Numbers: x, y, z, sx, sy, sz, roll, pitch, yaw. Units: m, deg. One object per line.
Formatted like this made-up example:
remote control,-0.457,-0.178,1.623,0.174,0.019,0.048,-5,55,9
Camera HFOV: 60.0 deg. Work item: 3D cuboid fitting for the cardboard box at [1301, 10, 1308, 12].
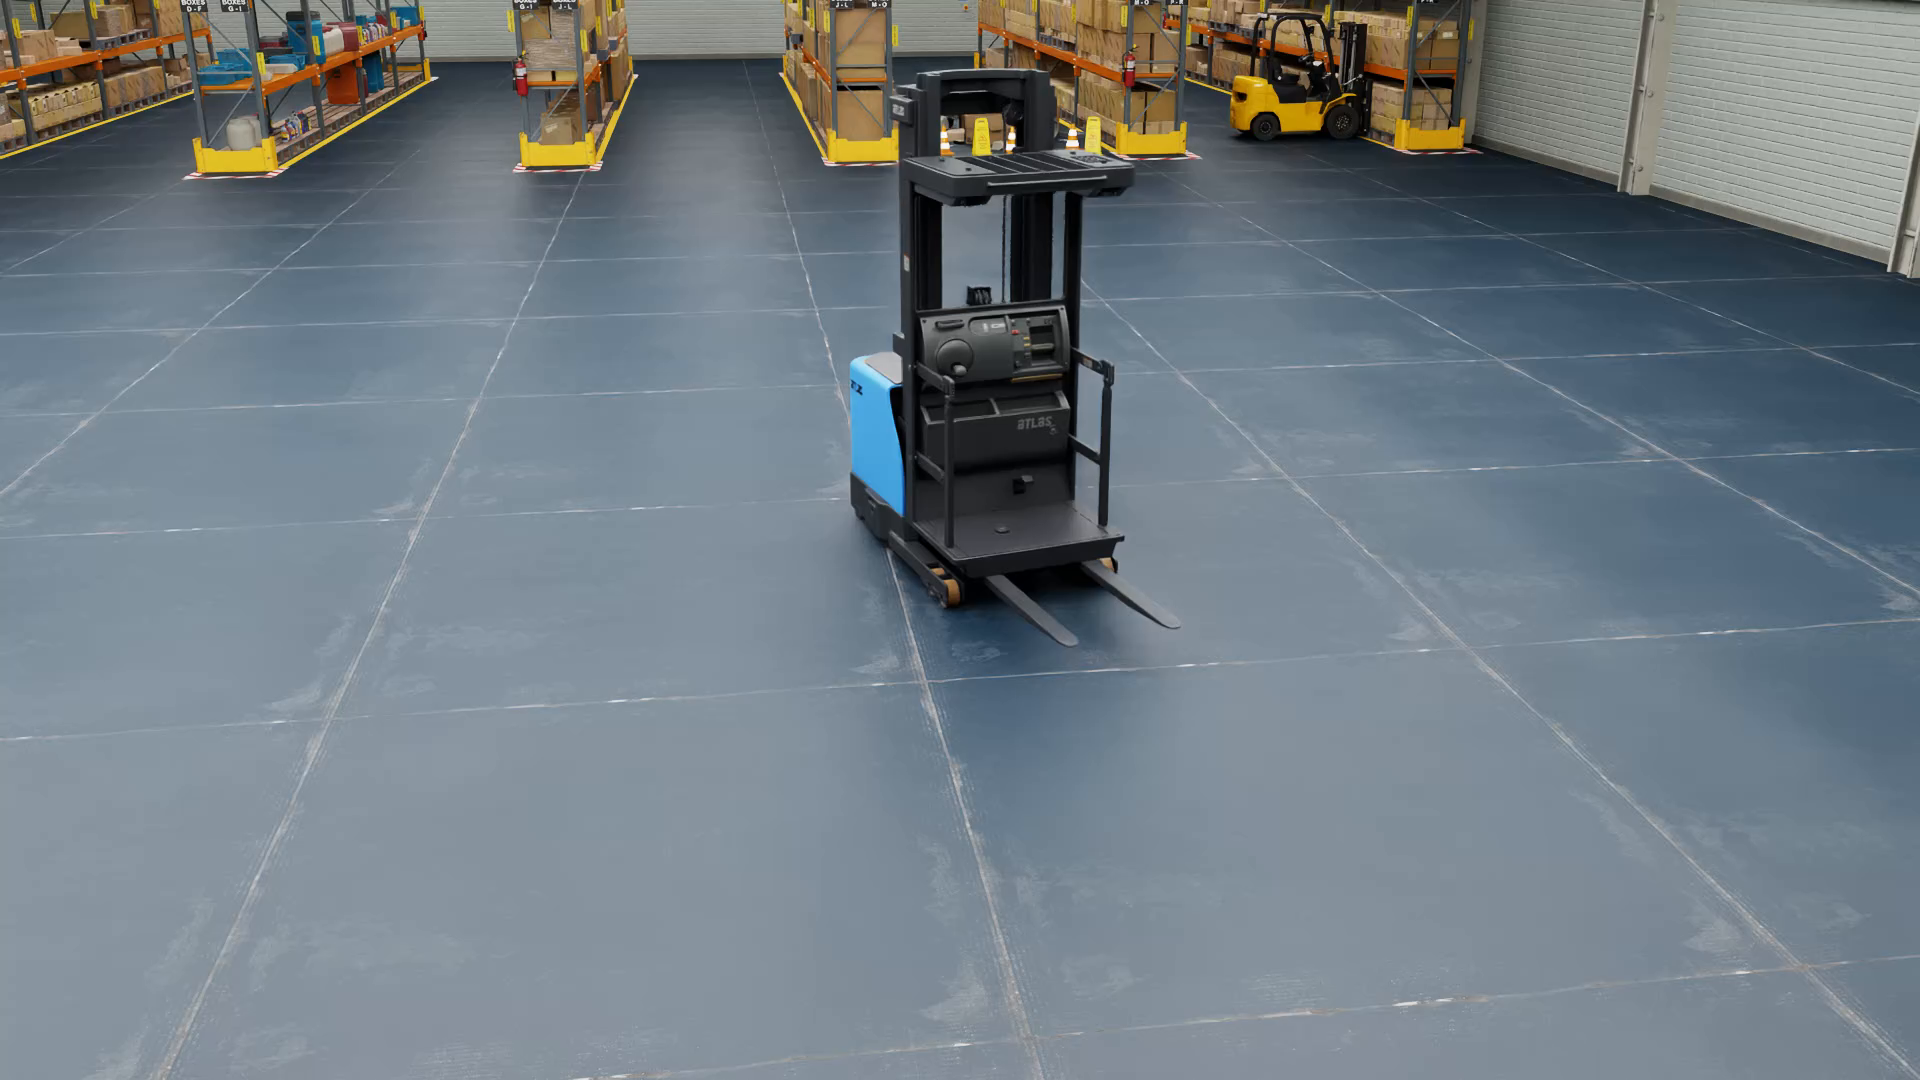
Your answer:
cardboard box,7.407,-11.108,35.100,0.380,0.149,0.250,-3,21,-8

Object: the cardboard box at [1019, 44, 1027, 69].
cardboard box,1.853,-10.849,37.914,0.875,0.875,0.875,-2,21,-6

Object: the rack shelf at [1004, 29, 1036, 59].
rack shelf,1.835,-11.141,37.288,1.077,0.370,4.000,-3,21,-8

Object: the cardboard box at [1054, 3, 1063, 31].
cardboard box,2.189,-10.464,33.278,0.500,0.500,0.500,-4,21,-10

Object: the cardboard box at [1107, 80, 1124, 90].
cardboard box,2.783,-7.968,29.093,0.380,0.149,0.250,-2,21,-6

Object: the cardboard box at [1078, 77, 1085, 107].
cardboard box,2.517,-8.443,31.293,0.500,0.500,0.500,-2,21,-5

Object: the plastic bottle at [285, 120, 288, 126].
plastic bottle,-11.642,-7.136,28.789,0.061,0.283,0.133,-3,21,-8

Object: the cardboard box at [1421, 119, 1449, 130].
cardboard box,8.310,-7.356,29.455,0.500,0.250,0.500,-3,21,-8

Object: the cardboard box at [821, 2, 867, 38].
cardboard box,-1.945,-9.001,28.772,0.875,0.550,0.500,-3,21,-8

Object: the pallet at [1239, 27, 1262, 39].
pallet,6.867,-11.179,36.634,1.213,0.211,1.003,-3,21,-8

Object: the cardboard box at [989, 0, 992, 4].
cardboard box,0.993,-13.361,40.631,0.500,0.500,0.500,-3,21,-8

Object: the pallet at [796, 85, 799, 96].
pallet,-3.224,-10.310,38.020,1.003,0.211,1.213,-3,21,-8

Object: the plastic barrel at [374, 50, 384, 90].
plastic barrel,-13.100,-10.446,36.796,0.600,0.901,0.708,-3,21,-8

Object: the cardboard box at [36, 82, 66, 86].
cardboard box,-17.702,-8.763,32.420,0.500,0.311,0.500,-2,21,-6

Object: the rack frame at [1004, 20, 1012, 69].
rack frame,1.546,-12.171,39.016,1.000,3.000,0.127,-3,21,-8

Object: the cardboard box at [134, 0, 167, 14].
cardboard box,-17.853,-11.865,36.626,0.500,0.500,0.500,-2,21,-6

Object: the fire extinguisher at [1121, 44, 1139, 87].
fire extinguisher,2.837,-7.917,27.737,0.296,0.674,0.183,-3,21,-8

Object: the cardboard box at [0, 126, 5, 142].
cardboard box,-16.478,-6.816,28.008,0.500,0.250,0.500,-3,21,-8

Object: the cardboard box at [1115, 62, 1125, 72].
cardboard box,2.864,-8.099,28.473,0.380,0.149,0.250,-3,21,-8

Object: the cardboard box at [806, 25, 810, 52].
cardboard box,-2.745,-9.856,32.675,0.500,0.500,0.500,-3,21,-8

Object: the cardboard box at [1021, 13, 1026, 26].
cardboard box,1.630,-11.458,36.608,0.500,0.250,0.500,-3,21,-9

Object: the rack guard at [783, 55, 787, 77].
rack guard,-3.903,-12.074,42.329,1.175,0.500,0.348,-3,21,-8

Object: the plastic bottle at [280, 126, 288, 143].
plastic bottle,-11.384,-6.838,28.008,0.097,0.271,0.097,0,20,0

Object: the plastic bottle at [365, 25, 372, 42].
plastic bottle,-12.546,-10.715,35.188,0.144,0.351,0.185,-3,21,-8

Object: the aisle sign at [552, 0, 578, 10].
aisle sign,-6.224,-8.728,26.082,0.394,0.787,0.004,-3,21,-8

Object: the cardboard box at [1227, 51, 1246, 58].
cardboard box,6.464,-11.340,38.836,0.380,0.149,0.250,-3,21,-9

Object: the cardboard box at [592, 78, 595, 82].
cardboard box,-7.471,-9.259,33.091,0.500,0.250,0.500,-1,20,-2

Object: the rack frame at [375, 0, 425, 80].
rack frame,-13.738,-12.806,40.717,1.000,3.000,0.127,-3,21,-8

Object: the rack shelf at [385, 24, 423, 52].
rack shelf,-13.450,-11.777,38.989,1.077,0.370,4.000,-3,21,-8

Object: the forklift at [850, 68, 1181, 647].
forklift,0.293,-1.148,9.601,1.130,2.935,3.031,-8,22,-21

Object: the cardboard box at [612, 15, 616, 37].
cardboard box,-7.708,-11.044,35.855,0.500,0.500,0.500,-3,21,-8

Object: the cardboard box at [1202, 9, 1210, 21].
cardboard box,6.143,-12.656,40.103,0.500,0.250,0.500,-2,21,-6

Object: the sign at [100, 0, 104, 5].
sign,-18.599,-11.548,36.111,0.100,0.325,0.005,-3,21,-8

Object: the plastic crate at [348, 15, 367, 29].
plastic crate,-13.566,-11.586,37.388,0.392,0.384,0.575,-3,21,-8

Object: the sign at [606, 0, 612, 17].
sign,-7.148,-10.822,33.863,0.100,0.325,0.005,-3,21,-8

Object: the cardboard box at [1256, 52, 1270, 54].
cardboard box,7.025,-11.193,38.443,0.380,0.149,0.250,-3,21,-7

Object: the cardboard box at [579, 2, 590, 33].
cardboard box,-6.478,-8.722,27.783,0.500,0.500,0.500,-3,21,-8

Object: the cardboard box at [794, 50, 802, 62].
cardboard box,-3.492,-10.994,37.766,0.500,0.250,0.500,-4,21,-10

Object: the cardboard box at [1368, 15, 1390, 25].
cardboard box,7.681,-9.490,30.343,0.380,0.149,0.250,-3,21,-8

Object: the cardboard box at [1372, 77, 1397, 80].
cardboard box,8.021,-8.519,31.138,0.500,0.250,0.500,-3,21,-7

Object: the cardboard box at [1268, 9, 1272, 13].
cardboard box,6.789,-11.263,35.515,0.380,0.149,0.250,-2,21,-6

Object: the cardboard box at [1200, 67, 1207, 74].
cardboard box,6.087,-11.462,40.592,0.380,0.149,0.250,-4,21,-9

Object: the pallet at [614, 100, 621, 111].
pallet,-7.723,-9.257,35.198,1.003,0.211,1.213,-3,21,-8

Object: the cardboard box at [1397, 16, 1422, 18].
cardboard box,8.156,-9.422,30.160,0.380,0.149,0.250,-3,21,-7

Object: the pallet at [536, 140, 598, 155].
pallet,-6.623,-6.519,27.870,1.003,0.211,1.213,-3,21,-8

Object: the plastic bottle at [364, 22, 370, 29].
plastic bottle,-12.821,-11.025,36.019,0.144,0.351,0.185,-3,21,-8

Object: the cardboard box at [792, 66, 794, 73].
cardboard box,-3.749,-11.073,39.125,0.380,0.149,0.250,-4,21,-10

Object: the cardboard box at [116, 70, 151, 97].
cardboard box,-17.574,-9.706,35.361,0.500,0.500,0.500,-3,21,-7

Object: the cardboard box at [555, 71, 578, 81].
cardboard box,-6.335,-7.509,26.894,0.380,0.149,0.250,-3,21,-8

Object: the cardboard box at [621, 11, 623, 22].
cardboard box,-8.279,-12.439,39.522,0.500,0.250,0.500,-3,21,-8

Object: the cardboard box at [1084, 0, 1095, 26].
cardboard box,2.646,-9.539,29.972,0.700,0.500,0.500,-3,21,-9
